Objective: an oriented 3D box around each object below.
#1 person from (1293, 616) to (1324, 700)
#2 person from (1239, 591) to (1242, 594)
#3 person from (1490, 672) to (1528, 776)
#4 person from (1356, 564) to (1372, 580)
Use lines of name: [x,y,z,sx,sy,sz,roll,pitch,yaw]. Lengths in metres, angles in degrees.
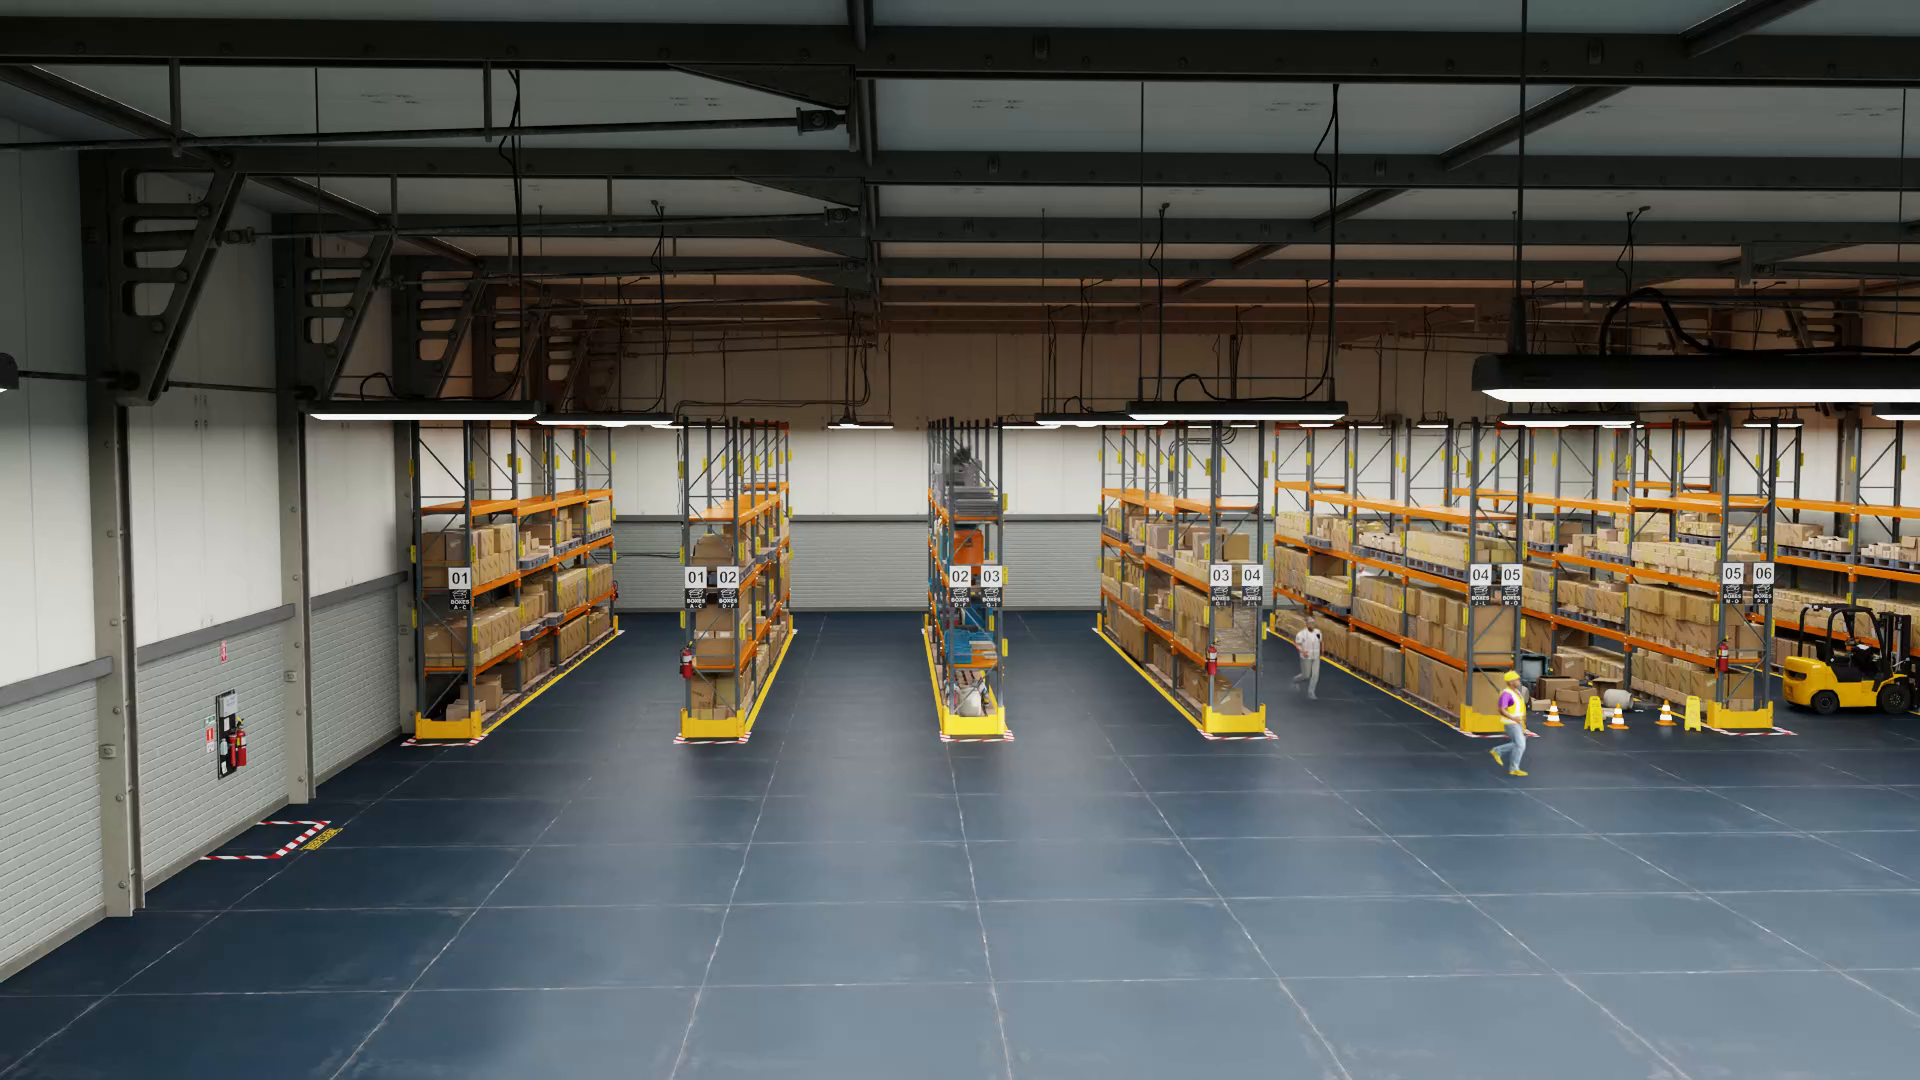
person: [7.533,2.519,35.870,0.666,1.775,0.749,-1,4,-13]
person: [7.939,1.889,45.428,0.722,1.734,0.709,0,4,1]
person: [9.150,3.048,27.723,0.653,1.723,0.722,3,4,34]
person: [11.932,1.609,49.642,0.761,1.812,0.689,-1,4,-20]
